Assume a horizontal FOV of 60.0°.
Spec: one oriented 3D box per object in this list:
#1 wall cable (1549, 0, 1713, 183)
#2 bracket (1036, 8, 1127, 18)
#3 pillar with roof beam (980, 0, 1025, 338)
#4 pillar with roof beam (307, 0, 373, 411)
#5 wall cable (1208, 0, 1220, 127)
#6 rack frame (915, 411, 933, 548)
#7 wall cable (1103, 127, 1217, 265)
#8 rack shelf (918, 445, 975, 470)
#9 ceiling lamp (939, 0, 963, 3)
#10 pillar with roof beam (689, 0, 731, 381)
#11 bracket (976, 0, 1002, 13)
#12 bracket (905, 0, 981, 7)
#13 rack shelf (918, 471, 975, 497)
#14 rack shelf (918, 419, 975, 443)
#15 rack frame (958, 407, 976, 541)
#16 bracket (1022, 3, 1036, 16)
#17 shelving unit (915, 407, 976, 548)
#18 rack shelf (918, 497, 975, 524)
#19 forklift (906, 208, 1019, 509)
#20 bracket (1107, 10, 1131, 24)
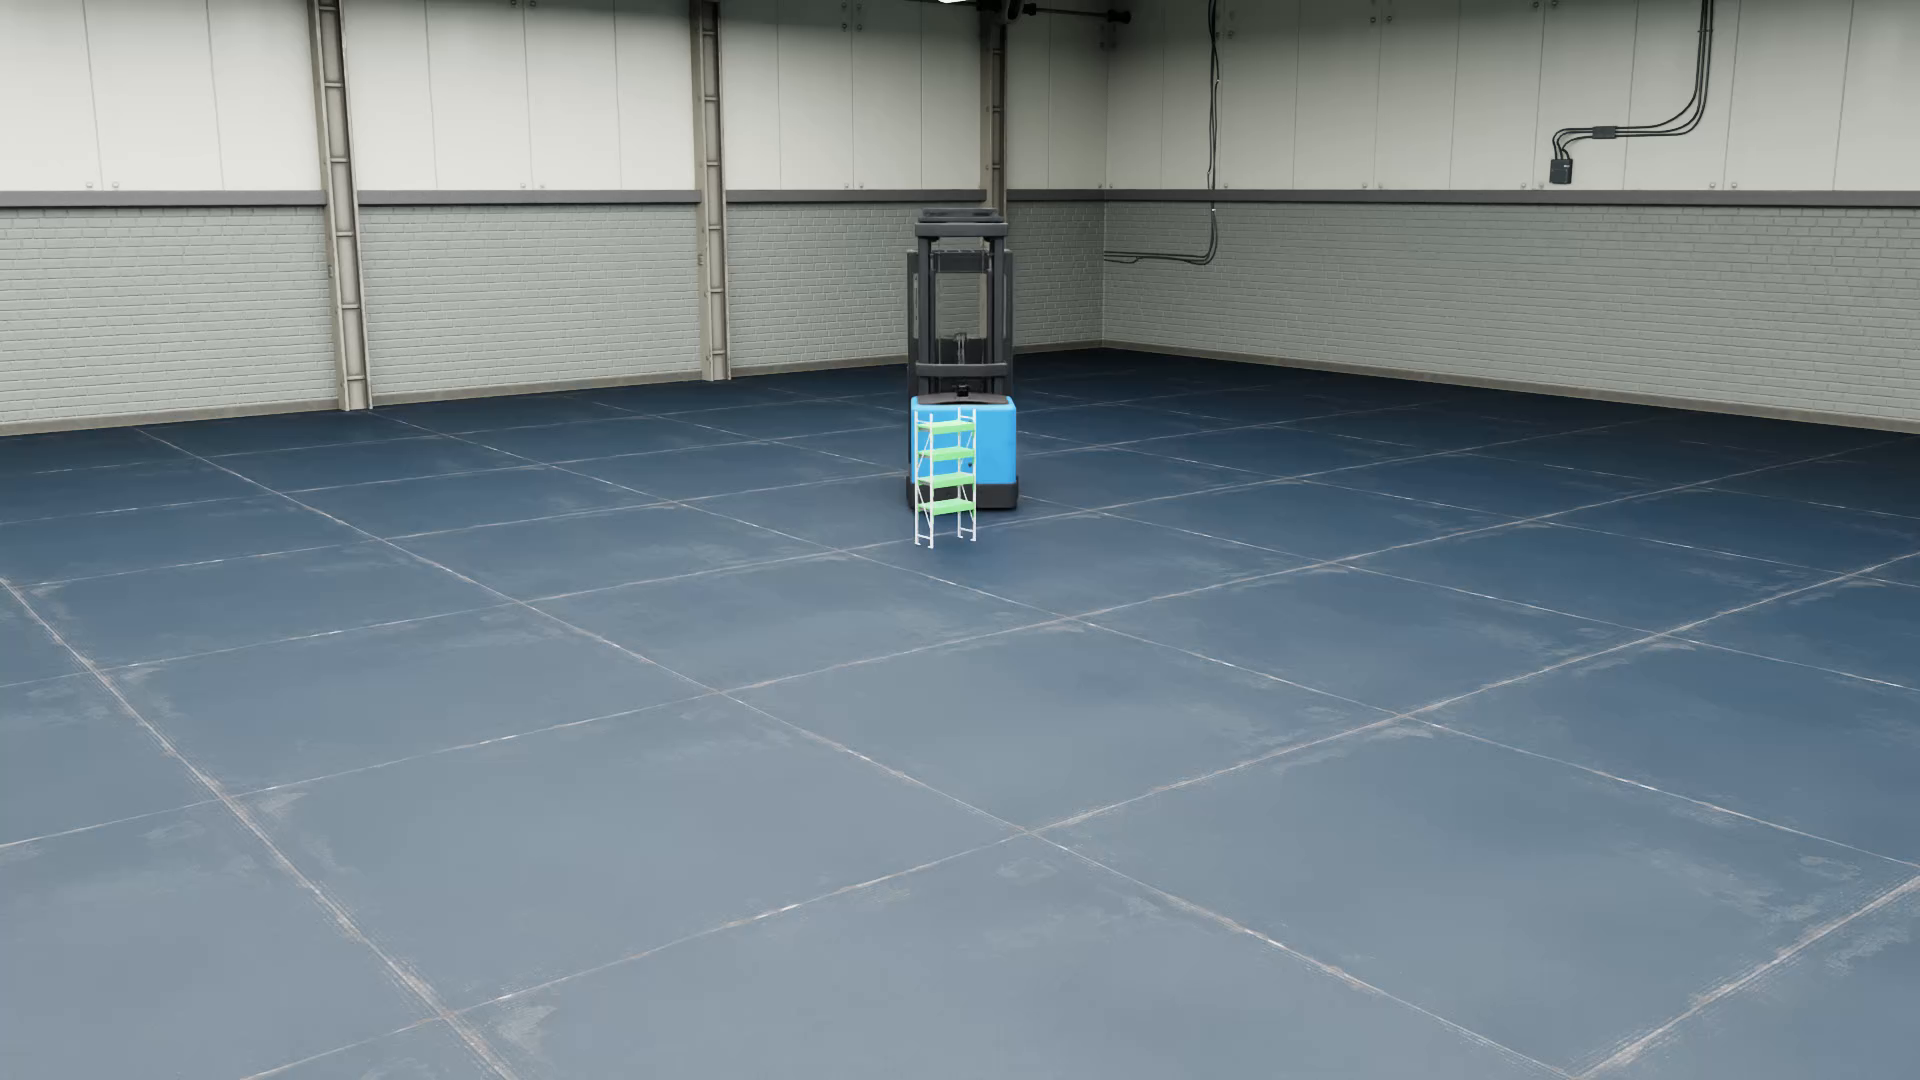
[{"bbox_3d":[9.659,-8.153,23.672,0.169,6.003,2.305,-9,15,-38],"label":"wall cable"},{"bbox_3d":[2.550,-9.851,31.192,3.189,0.066,0.076,-9,15,-38],"label":"bracket"},{"bbox_3d":[3.304,-7.165,27.208,0.548,9.000,9.100,-9,15,-38],"label":"pillar with roof beam"},{"bbox_3d":[-6.066,-5.608,19.875,0.400,9.000,9.100,-9,15,-38],"label":"pillar with roof beam"},{"bbox_3d":[5.431,-8.544,29.018,0.112,2.526,3.097,-9,15,-38],"label":"wall cable"},{"bbox_3d":[-0.320,-0.534,14.754,0.015,1.200,0.240,-9,15,-38],"label":"rack frame"},{"bbox_3d":[3.741,-6.512,31.609,0.112,2.526,3.097,-9,15,-38],"label":"wall cable"},{"bbox_3d":[-0.129,-0.738,14.866,0.480,0.148,0.258,-9,15,-38],"label":"rack shelf"},{"bbox_3d":[0.564,-9.447,23.900,0.800,3.185,2.000,-9,15,-38],"label":"ceiling lamp"},{"bbox_3d":[-1.381,-6.387,23.541,0.548,9.000,9.100,-9,15,-38],"label":"pillar with roof beam"},{"bbox_3d":[0.512,-9.513,29.597,0.430,0.232,0.235,-9,15,-38],"label":"bracket"},{"bbox_3d":[-1.500,-9.178,28.023,4.783,0.066,0.076,-9,15,-38],"label":"bracket"},{"bbox_3d":[-0.129,-0.503,14.916,0.480,0.148,0.258,-9,15,-38],"label":"rack shelf"},{"bbox_3d":[-0.129,-0.972,14.817,0.480,0.148,0.258,-9,15,-38],"label":"rack shelf"},{"bbox_3d":[0.061,-0.597,15.052,0.015,1.200,0.240,-9,15,-38],"label":"rack frame"},{"bbox_3d":[1.161,-9.620,30.104,0.430,0.232,0.235,-9,15,-38],"label":"bracket"},{"bbox_3d":[-0.129,-0.565,14.903,0.503,1.200,0.258,-9,15,-38],"label":"shelving unit"},{"bbox_3d":[-0.129,-0.268,14.966,0.480,0.148,0.258,-9,15,-38],"label":"rack shelf"},{"bbox_3d":[-0.008,-1.987,17.430,1.130,2.935,3.031,0,12,-2],"label":"forklift"},{"bbox_3d":[3.011,-9.928,31.553,0.430,0.232,0.235,-9,15,-38],"label":"bracket"}]
